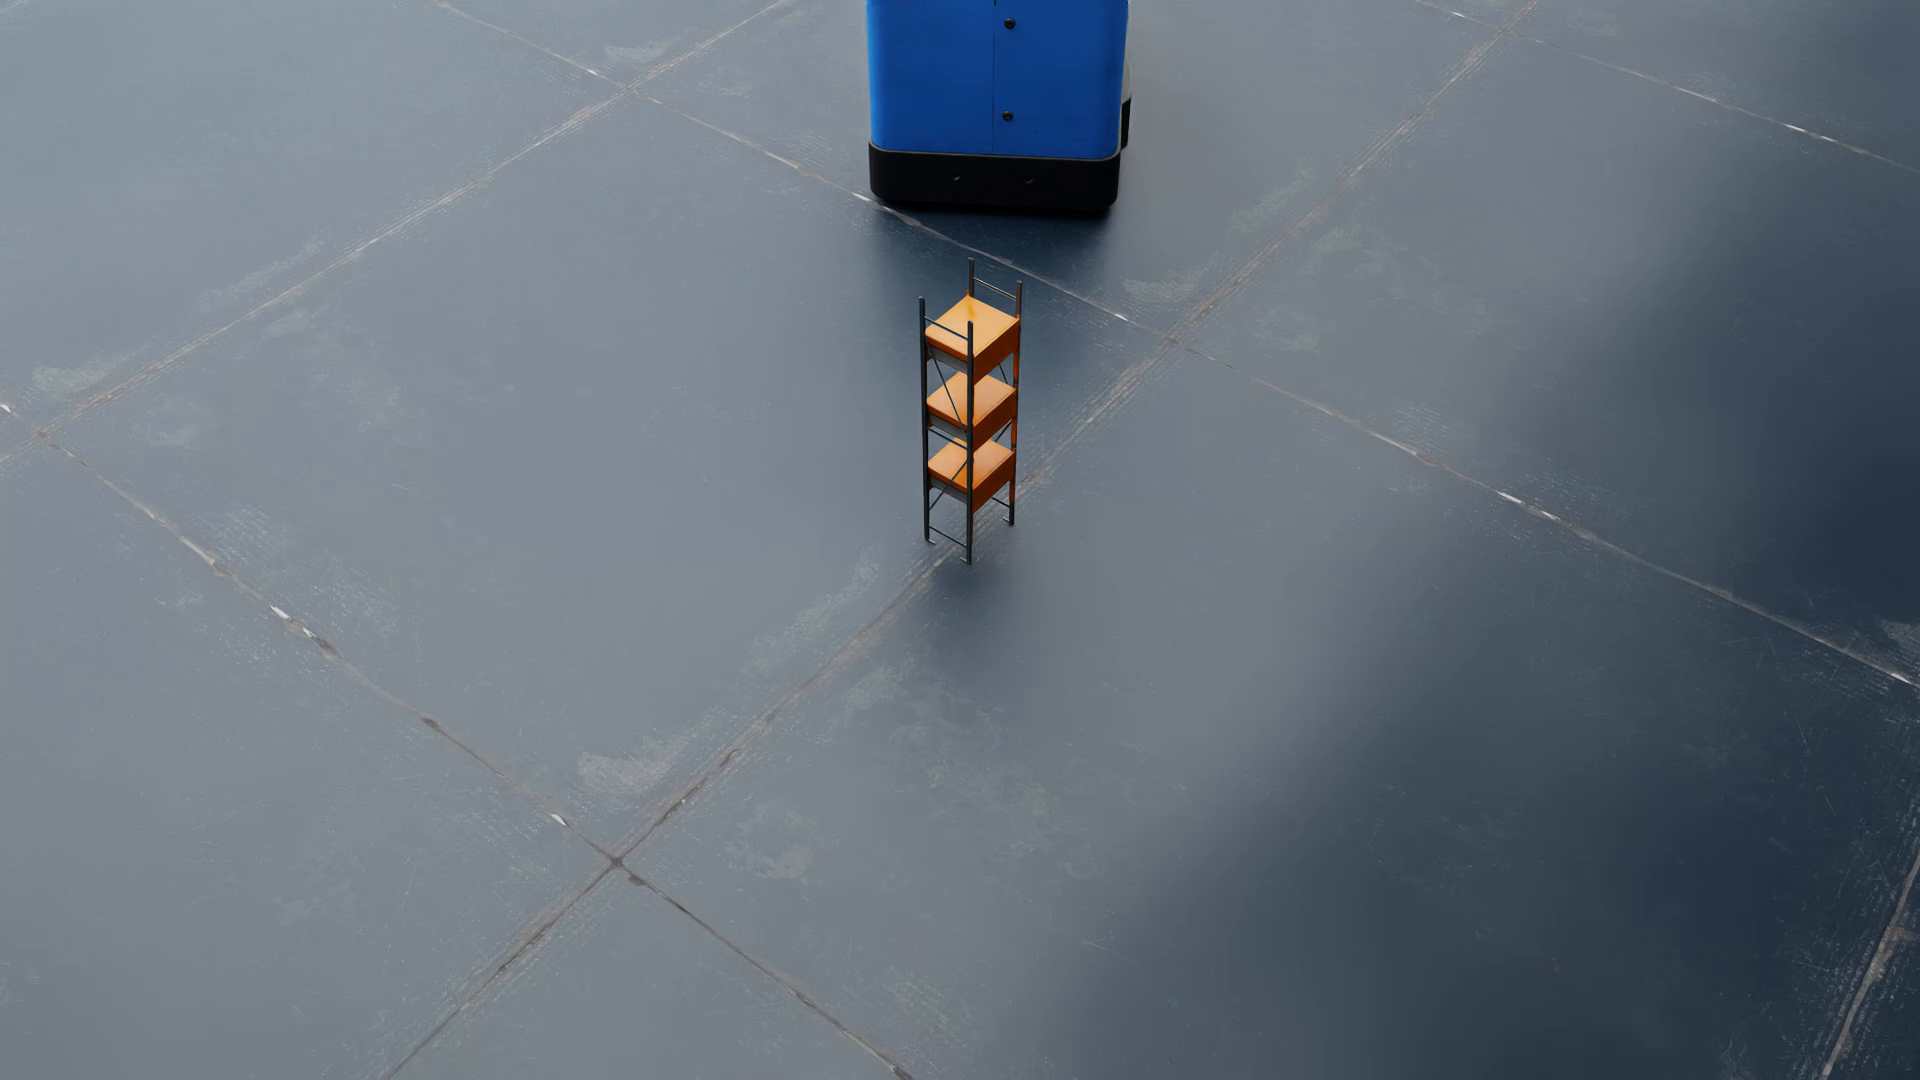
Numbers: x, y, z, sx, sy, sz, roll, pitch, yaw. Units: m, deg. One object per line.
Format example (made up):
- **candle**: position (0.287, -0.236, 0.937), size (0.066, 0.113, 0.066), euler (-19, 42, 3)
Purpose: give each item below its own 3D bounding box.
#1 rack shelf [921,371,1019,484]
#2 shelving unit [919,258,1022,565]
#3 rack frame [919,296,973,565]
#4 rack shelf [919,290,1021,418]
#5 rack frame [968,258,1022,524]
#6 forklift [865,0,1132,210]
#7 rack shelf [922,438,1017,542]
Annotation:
- **rack shelf**: position (0.033, -0.386, 5.407), size (0.215, 0.259, 0.240), euler (29, 53, 25)
- **shelving unit**: position (0.033, -0.393, 5.400), size (0.215, 1.050, 0.252), euler (29, 53, 25)
- **rack frame**: position (-0.042, -0.323, 5.333), size (0.200, 1.050, 0.008), euler (29, 53, 25)
- **rack shelf**: position (0.033, -0.582, 5.202), size (0.215, 0.259, 0.240), euler (29, 53, 25)
- **rack frame**: position (0.107, -0.463, 5.466), size (0.200, 1.050, 0.008), euler (29, 53, 25)
- **forklift**: position (0.253, -3.462, 7.030), size (1.130, 2.935, 3.031), euler (3, 46, 3)
- **rack shelf**: position (0.033, -0.194, 5.608), size (0.215, 0.259, 0.240), euler (29, 53, 25)
